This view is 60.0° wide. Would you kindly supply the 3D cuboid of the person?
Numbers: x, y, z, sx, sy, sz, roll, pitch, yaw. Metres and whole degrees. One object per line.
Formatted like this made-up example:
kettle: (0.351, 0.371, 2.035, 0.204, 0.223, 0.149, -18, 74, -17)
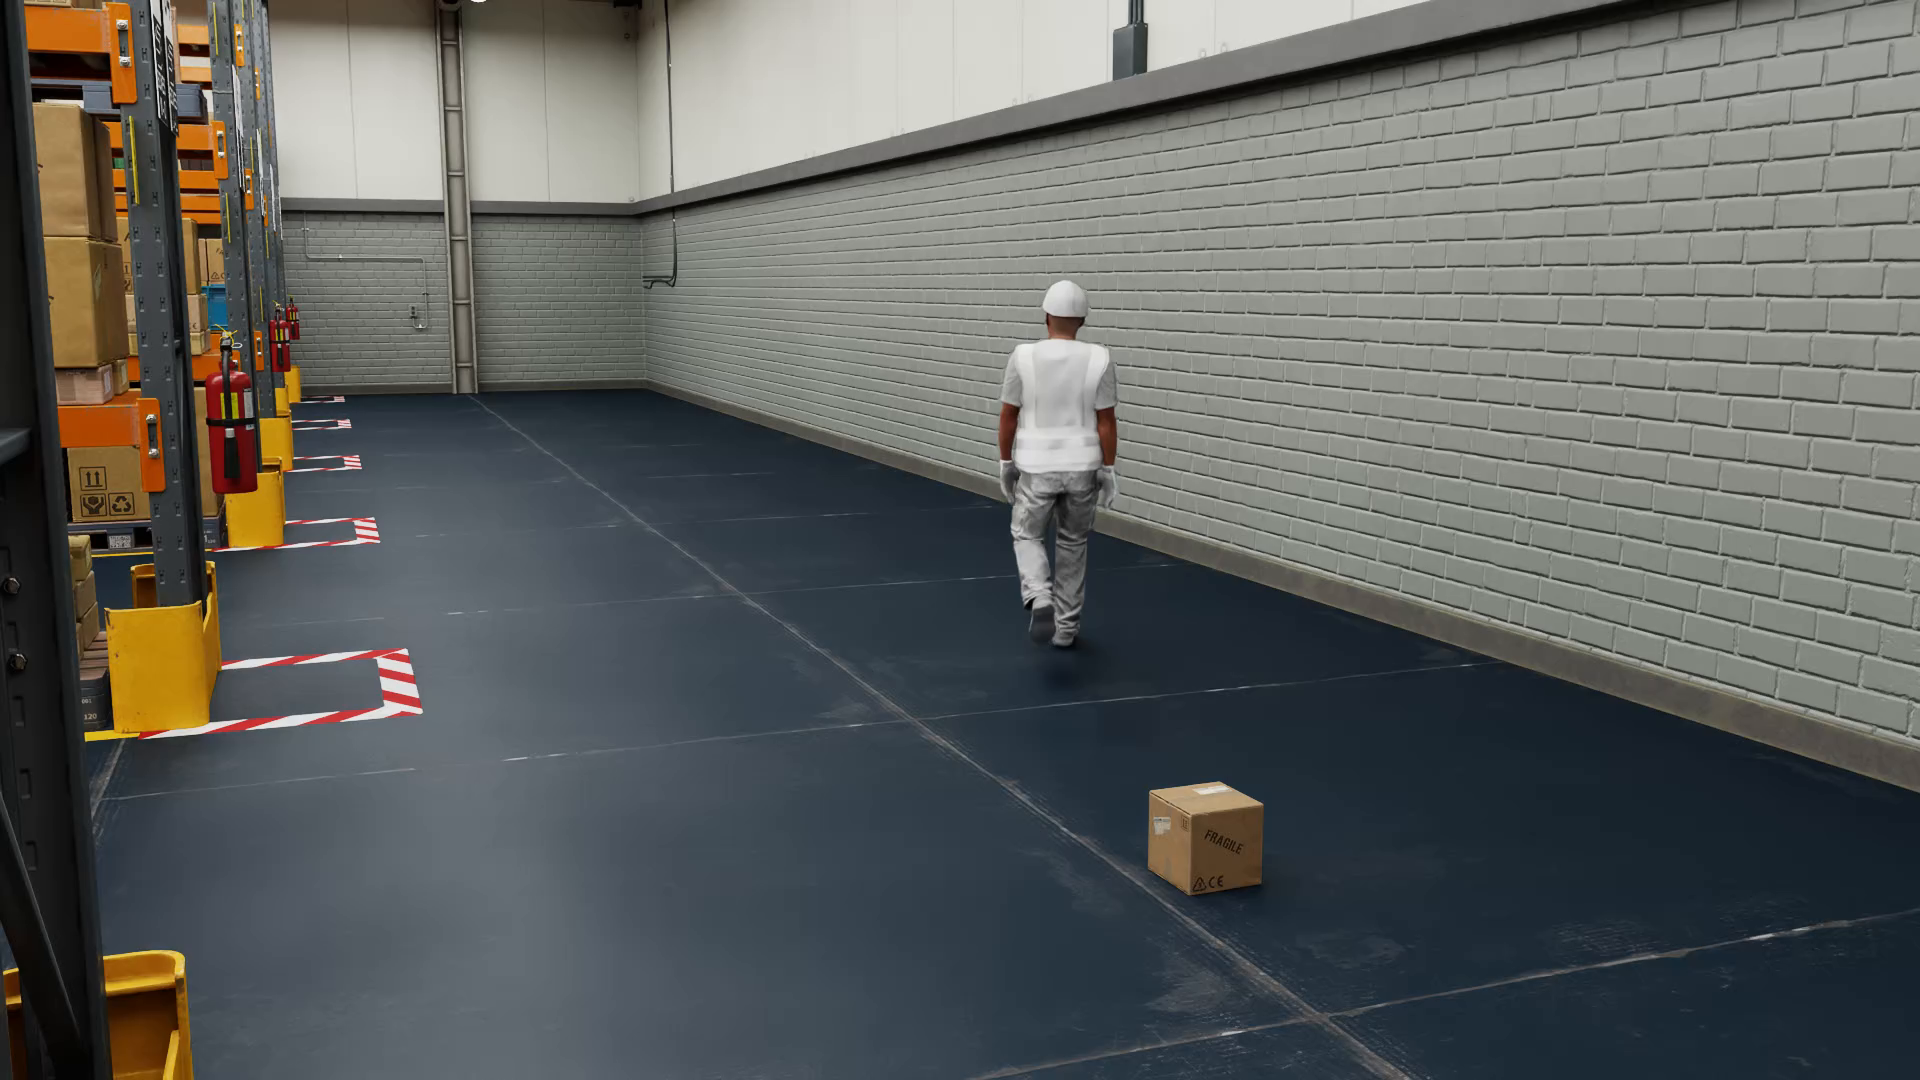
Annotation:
person: (0.467, -0.683, 7.888, 0.556, 1.086, 0.346, 0, 9, -1)
